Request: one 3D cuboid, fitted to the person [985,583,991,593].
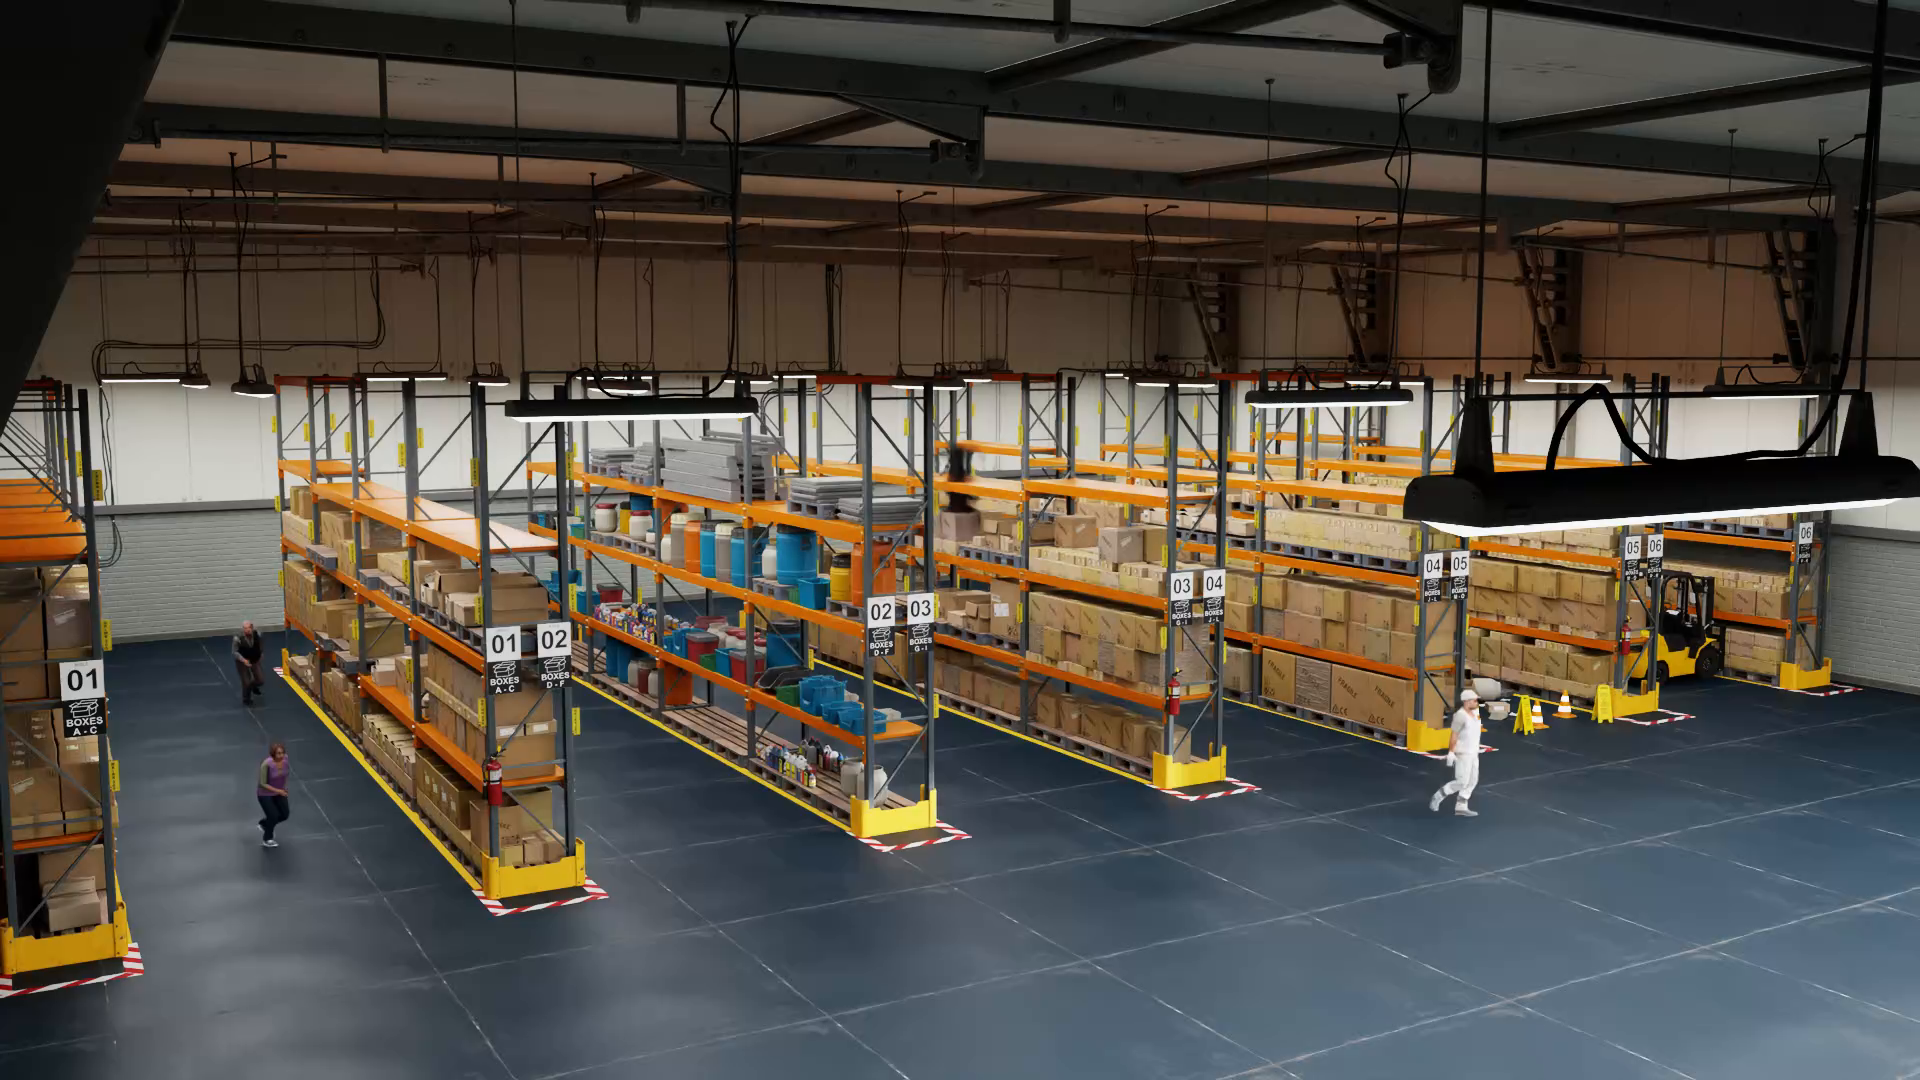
[{"bbox_3d":[0.864,0.923,42.041,1.144,1.688,0.643,-1,6,-5],"label":"person"}]

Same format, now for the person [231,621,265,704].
[{"bbox_3d":[-12.983,2.225,30.361,0.676,1.579,0.803,-6,9,-43],"label":"person"}]

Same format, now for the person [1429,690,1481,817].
[{"bbox_3d":[6.873,2.942,23.007,0.571,1.764,0.716,5,8,38],"label":"person"}]

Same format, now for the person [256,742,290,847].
[{"bbox_3d":[-8.864,3.327,21.444,0.765,1.331,0.512,4,7,32],"label":"person"}]
